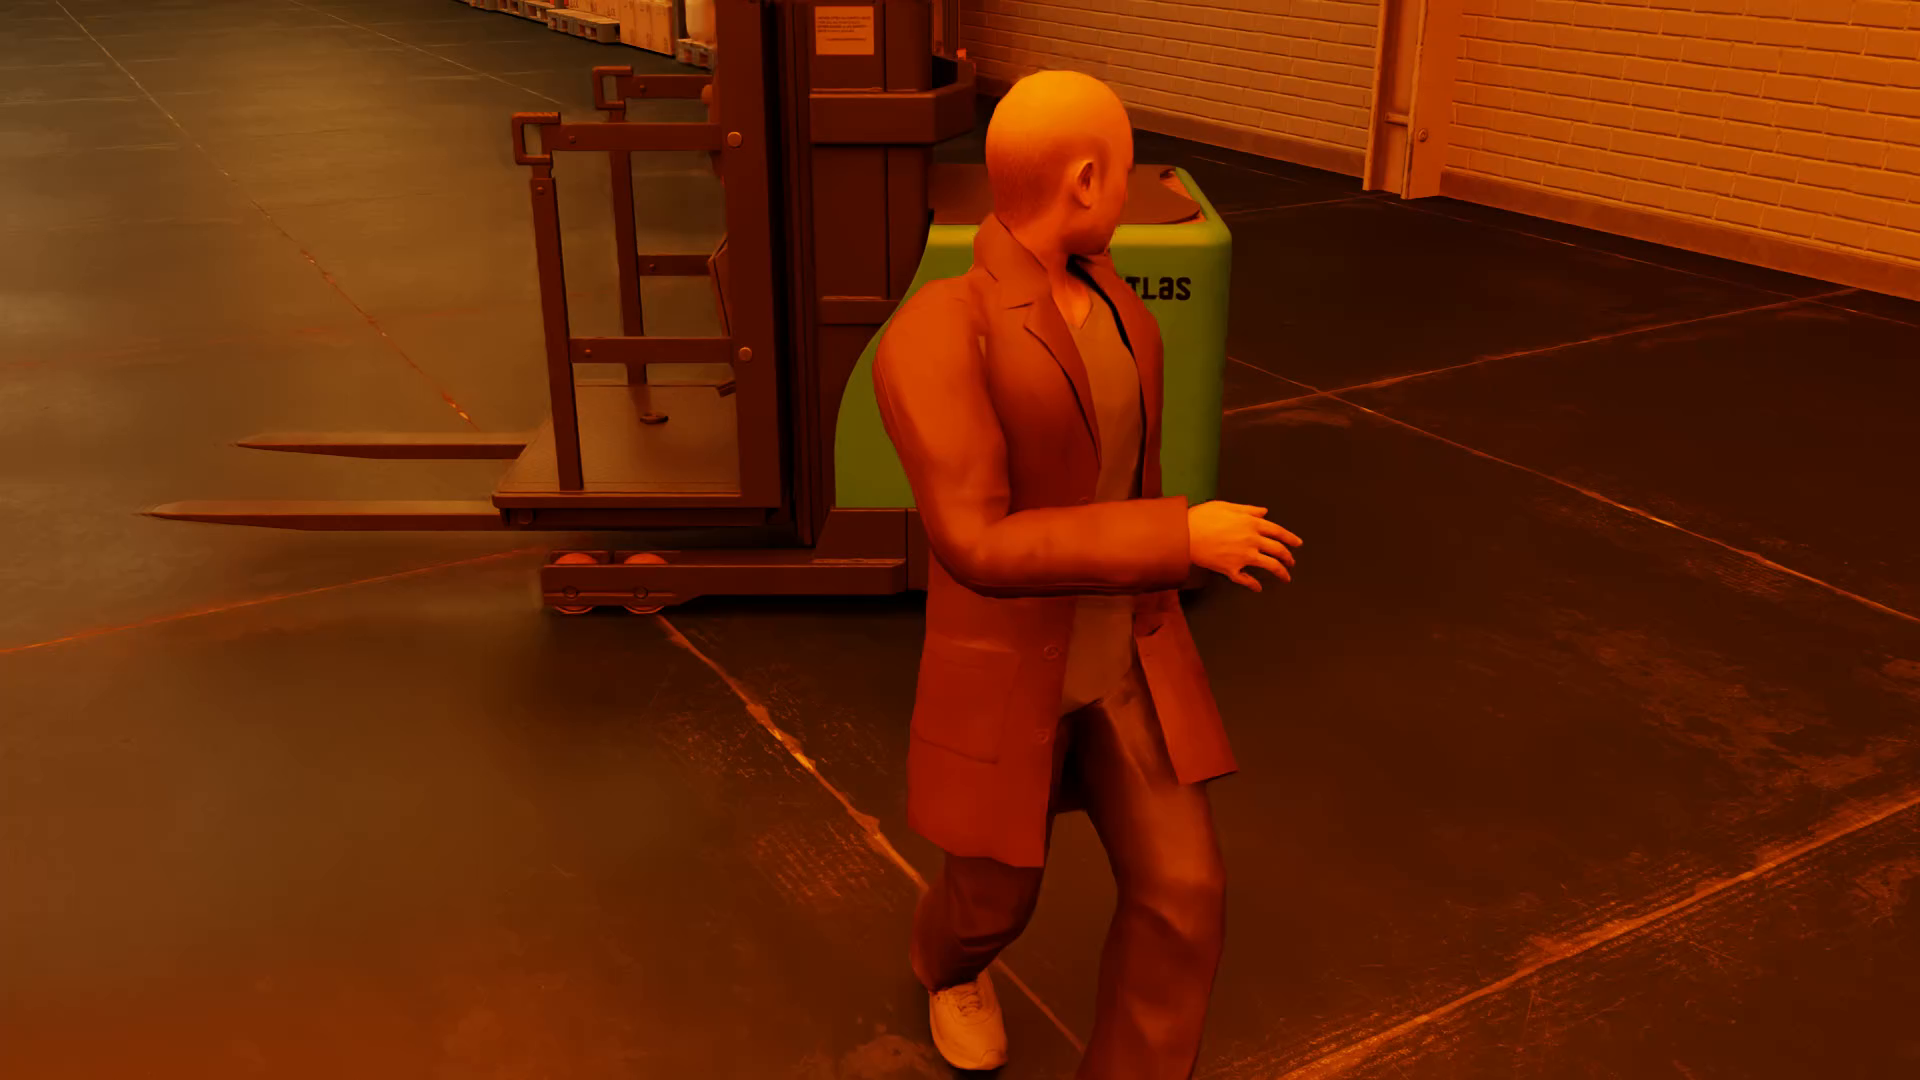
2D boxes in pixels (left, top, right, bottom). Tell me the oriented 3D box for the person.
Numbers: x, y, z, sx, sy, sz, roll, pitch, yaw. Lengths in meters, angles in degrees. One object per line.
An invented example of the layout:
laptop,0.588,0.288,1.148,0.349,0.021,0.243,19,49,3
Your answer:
person,0.152,0.182,2.515,0.606,1.721,1.021,-12,25,-27

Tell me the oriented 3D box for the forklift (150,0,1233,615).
forklift,-0.791,-1.350,4.563,3.031,2.935,1.130,0,22,0
